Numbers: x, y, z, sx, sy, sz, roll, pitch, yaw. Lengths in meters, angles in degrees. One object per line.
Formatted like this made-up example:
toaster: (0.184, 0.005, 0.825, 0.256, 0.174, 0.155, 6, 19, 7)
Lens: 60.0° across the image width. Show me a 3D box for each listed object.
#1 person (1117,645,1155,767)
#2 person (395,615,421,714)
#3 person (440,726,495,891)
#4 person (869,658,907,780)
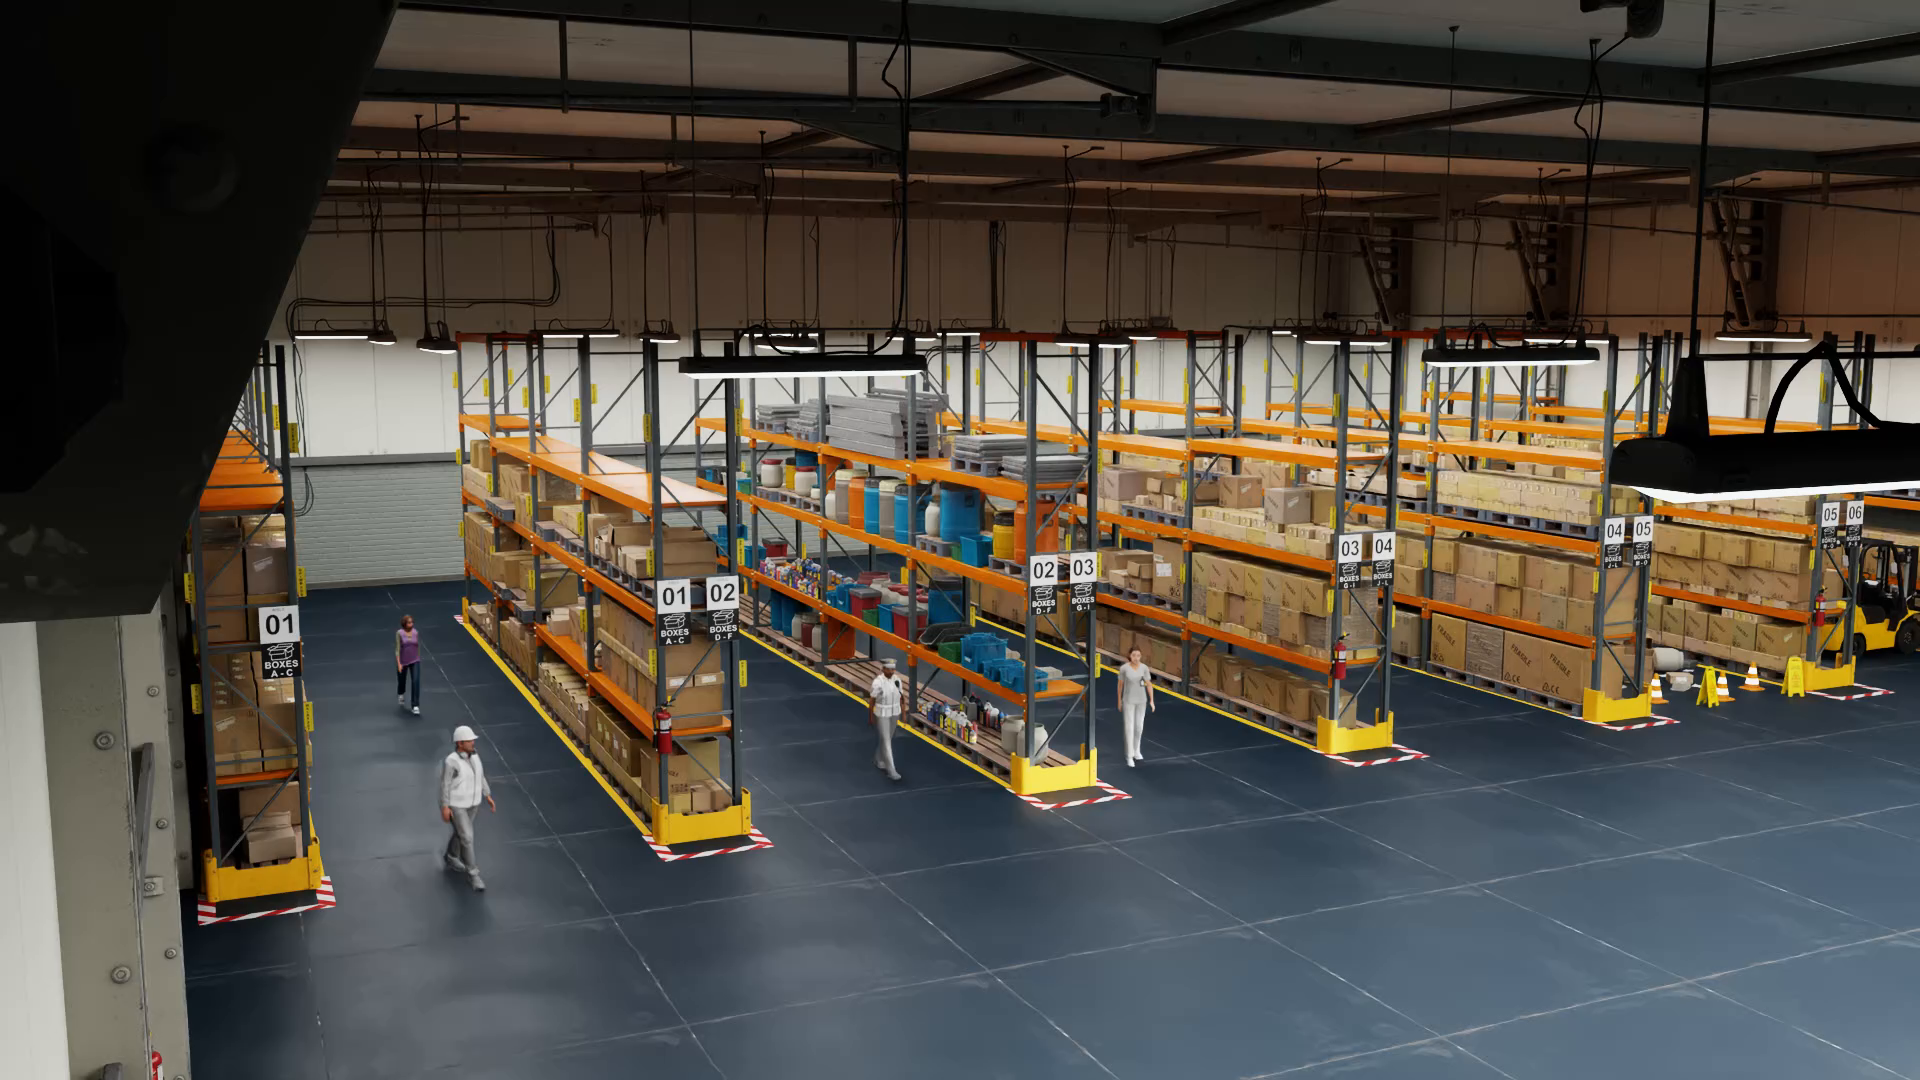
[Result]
person: (2.492, 2.347, 23.628, 0.492, 1.728, 0.536, -1, 8, -8)
person: (-8.859, 1.972, 26.666, 0.399, 1.519, 0.899, -4, 8, -25)
person: (-5.560, 2.958, 18.664, 0.873, 1.770, 0.596, 5, 9, 34)
person: (-0.963, 2.424, 22.918, 0.469, 1.623, 0.977, -6, 10, -37)
